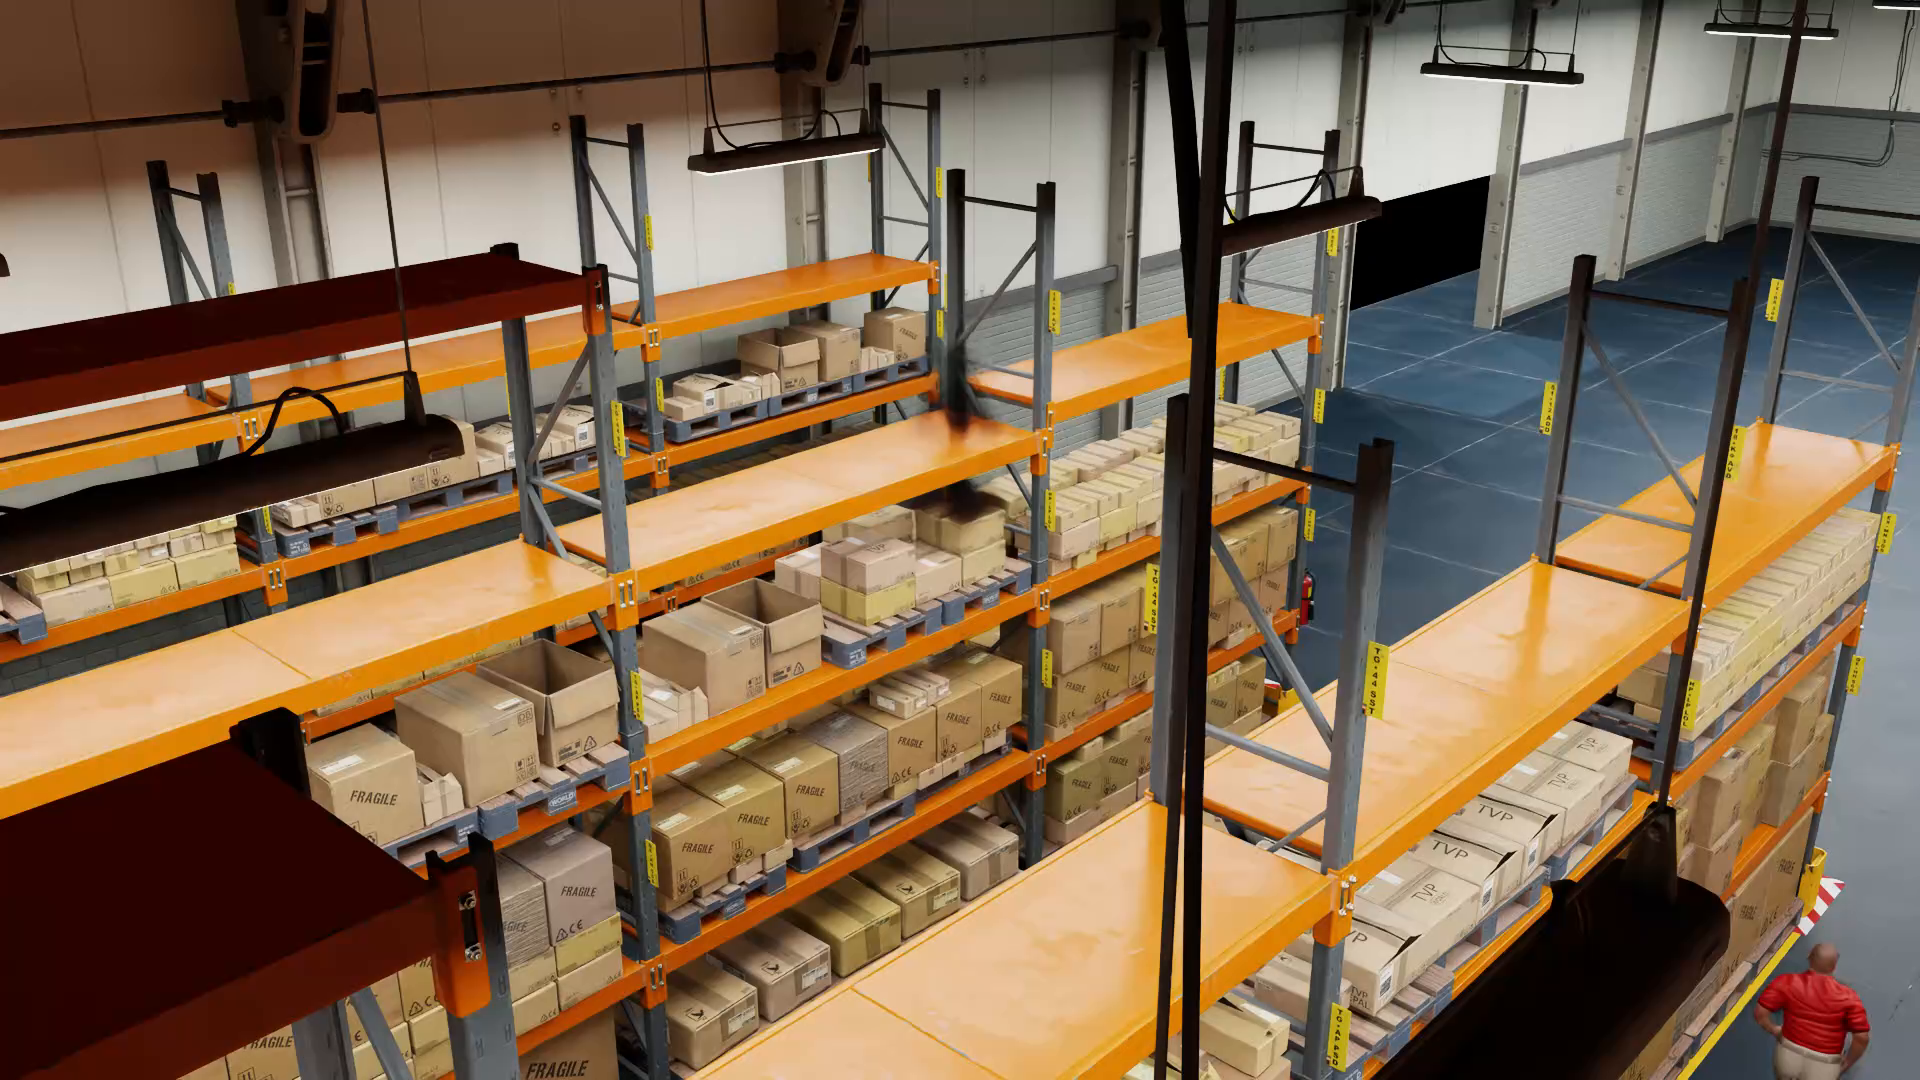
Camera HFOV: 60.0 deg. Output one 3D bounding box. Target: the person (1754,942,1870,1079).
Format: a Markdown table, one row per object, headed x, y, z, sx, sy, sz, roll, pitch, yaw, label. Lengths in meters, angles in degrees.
| x | y | z | sx | sy | sz | roll | pitch | yaw | label |
| --- | --- | --- | --- | --- | --- | --- | --- | --- | --- |
| 5.479 | 3.463 | 10.846 | 0.669 | 1.725 | 0.921 | 17 | 27 | 37 | person |
